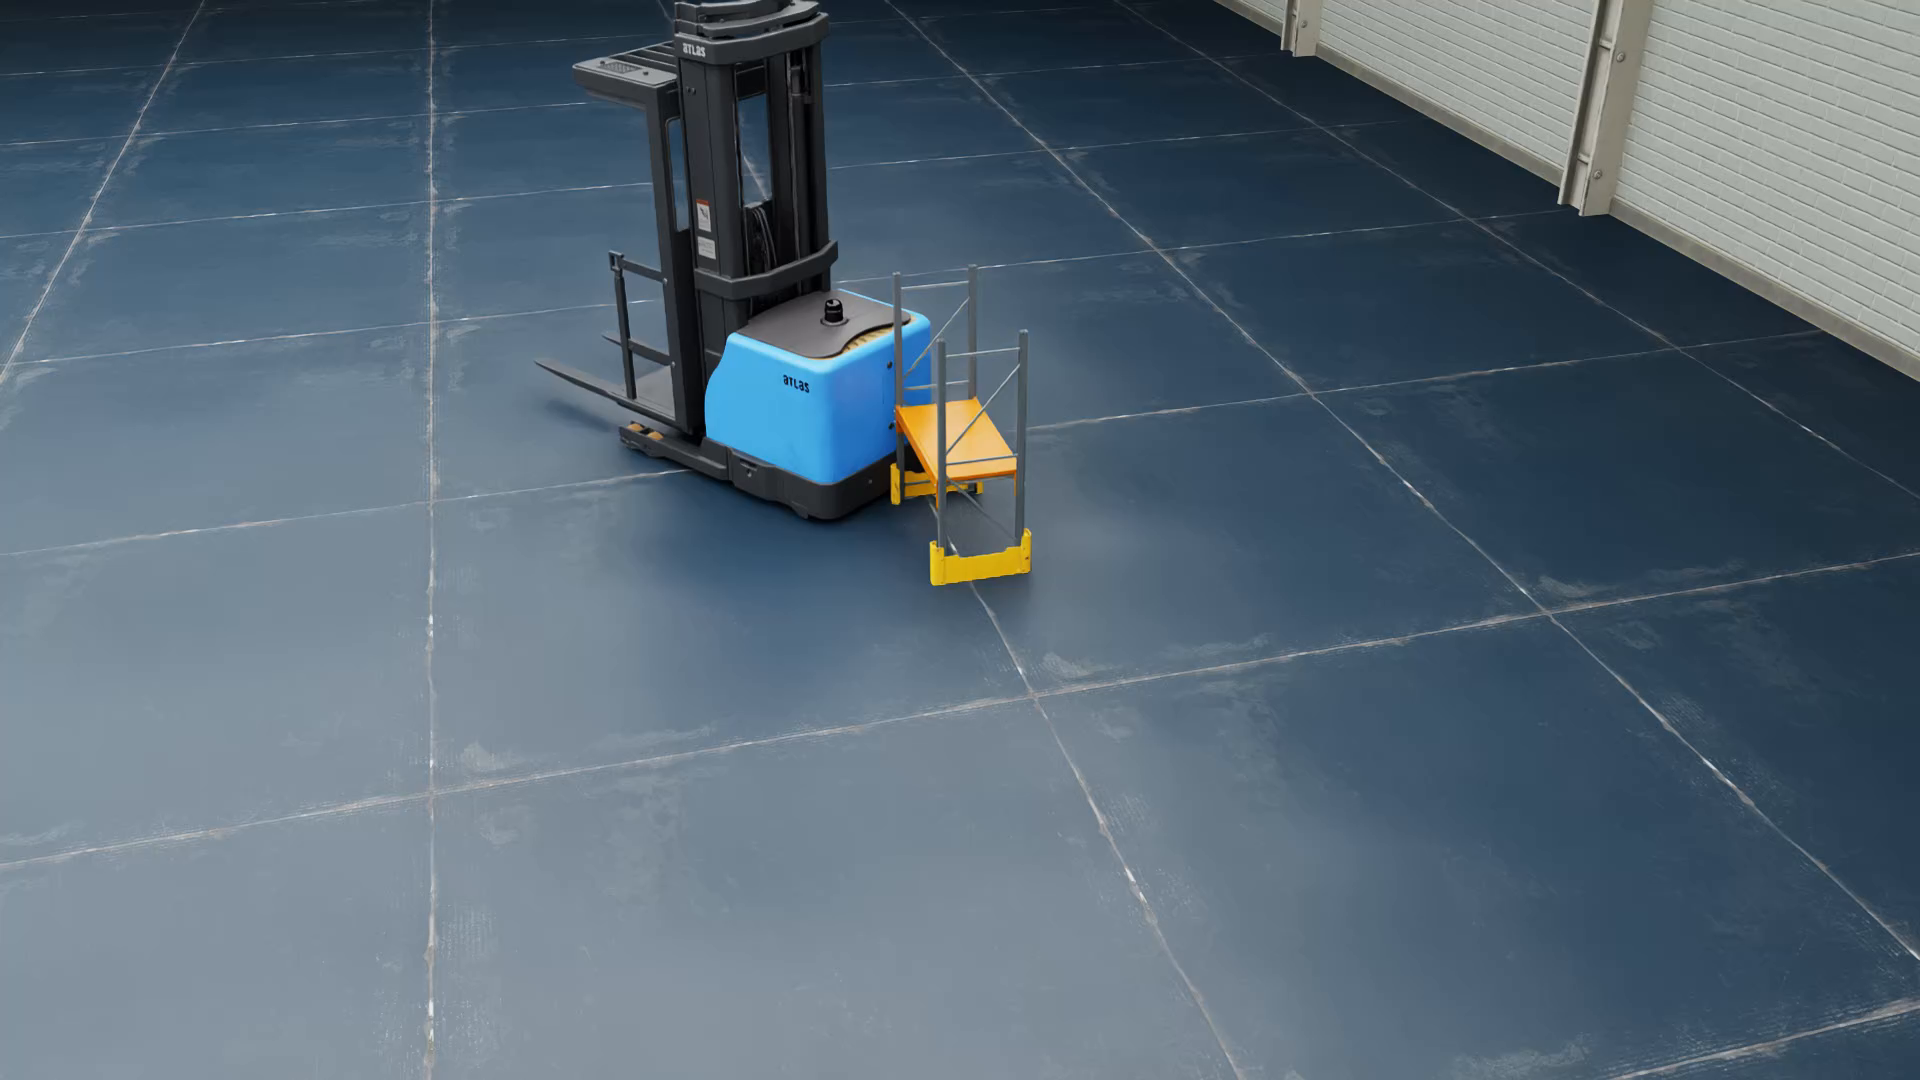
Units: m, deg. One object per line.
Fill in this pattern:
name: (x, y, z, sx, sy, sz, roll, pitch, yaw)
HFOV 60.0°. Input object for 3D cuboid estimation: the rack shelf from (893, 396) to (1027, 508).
rack shelf: (-0.014, -0.531, 9.760, 0.538, 0.185, 1.000, -8, 31, -13)

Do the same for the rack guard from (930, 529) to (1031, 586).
rack guard: (0.120, 0.099, 9.560, 0.587, 0.250, 0.087, -8, 31, -13)

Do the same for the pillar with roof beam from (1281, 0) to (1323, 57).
pillar with roof beam: (-0.024, -9.263, 17.001, 9.100, 9.000, 0.400, -8, 31, -13)

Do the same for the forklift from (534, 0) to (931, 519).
forklift: (-1.625, -1.991, 10.495, 3.031, 2.935, 1.130, 22, 37, 33)

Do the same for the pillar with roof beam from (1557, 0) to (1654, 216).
pillar with roof beam: (1.568, -6.365, 11.995, 9.100, 9.000, 0.400, -8, 31, -13)

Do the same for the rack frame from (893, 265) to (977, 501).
rack frame: (-0.147, -0.932, 10.094, 0.500, 1.500, 0.032, -8, 31, -13)

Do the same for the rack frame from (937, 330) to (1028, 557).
rack frame: (0.120, -0.441, 9.246, 0.500, 1.500, 0.032, -8, 31, -13)

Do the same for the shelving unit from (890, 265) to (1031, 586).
shelving unit: (-0.011, -0.682, 9.662, 0.587, 1.500, 1.083, -8, 31, -13)

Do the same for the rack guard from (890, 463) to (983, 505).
rack guard: (-0.142, -0.382, 10.391, 0.587, 0.250, 0.087, -8, 31, -13)
